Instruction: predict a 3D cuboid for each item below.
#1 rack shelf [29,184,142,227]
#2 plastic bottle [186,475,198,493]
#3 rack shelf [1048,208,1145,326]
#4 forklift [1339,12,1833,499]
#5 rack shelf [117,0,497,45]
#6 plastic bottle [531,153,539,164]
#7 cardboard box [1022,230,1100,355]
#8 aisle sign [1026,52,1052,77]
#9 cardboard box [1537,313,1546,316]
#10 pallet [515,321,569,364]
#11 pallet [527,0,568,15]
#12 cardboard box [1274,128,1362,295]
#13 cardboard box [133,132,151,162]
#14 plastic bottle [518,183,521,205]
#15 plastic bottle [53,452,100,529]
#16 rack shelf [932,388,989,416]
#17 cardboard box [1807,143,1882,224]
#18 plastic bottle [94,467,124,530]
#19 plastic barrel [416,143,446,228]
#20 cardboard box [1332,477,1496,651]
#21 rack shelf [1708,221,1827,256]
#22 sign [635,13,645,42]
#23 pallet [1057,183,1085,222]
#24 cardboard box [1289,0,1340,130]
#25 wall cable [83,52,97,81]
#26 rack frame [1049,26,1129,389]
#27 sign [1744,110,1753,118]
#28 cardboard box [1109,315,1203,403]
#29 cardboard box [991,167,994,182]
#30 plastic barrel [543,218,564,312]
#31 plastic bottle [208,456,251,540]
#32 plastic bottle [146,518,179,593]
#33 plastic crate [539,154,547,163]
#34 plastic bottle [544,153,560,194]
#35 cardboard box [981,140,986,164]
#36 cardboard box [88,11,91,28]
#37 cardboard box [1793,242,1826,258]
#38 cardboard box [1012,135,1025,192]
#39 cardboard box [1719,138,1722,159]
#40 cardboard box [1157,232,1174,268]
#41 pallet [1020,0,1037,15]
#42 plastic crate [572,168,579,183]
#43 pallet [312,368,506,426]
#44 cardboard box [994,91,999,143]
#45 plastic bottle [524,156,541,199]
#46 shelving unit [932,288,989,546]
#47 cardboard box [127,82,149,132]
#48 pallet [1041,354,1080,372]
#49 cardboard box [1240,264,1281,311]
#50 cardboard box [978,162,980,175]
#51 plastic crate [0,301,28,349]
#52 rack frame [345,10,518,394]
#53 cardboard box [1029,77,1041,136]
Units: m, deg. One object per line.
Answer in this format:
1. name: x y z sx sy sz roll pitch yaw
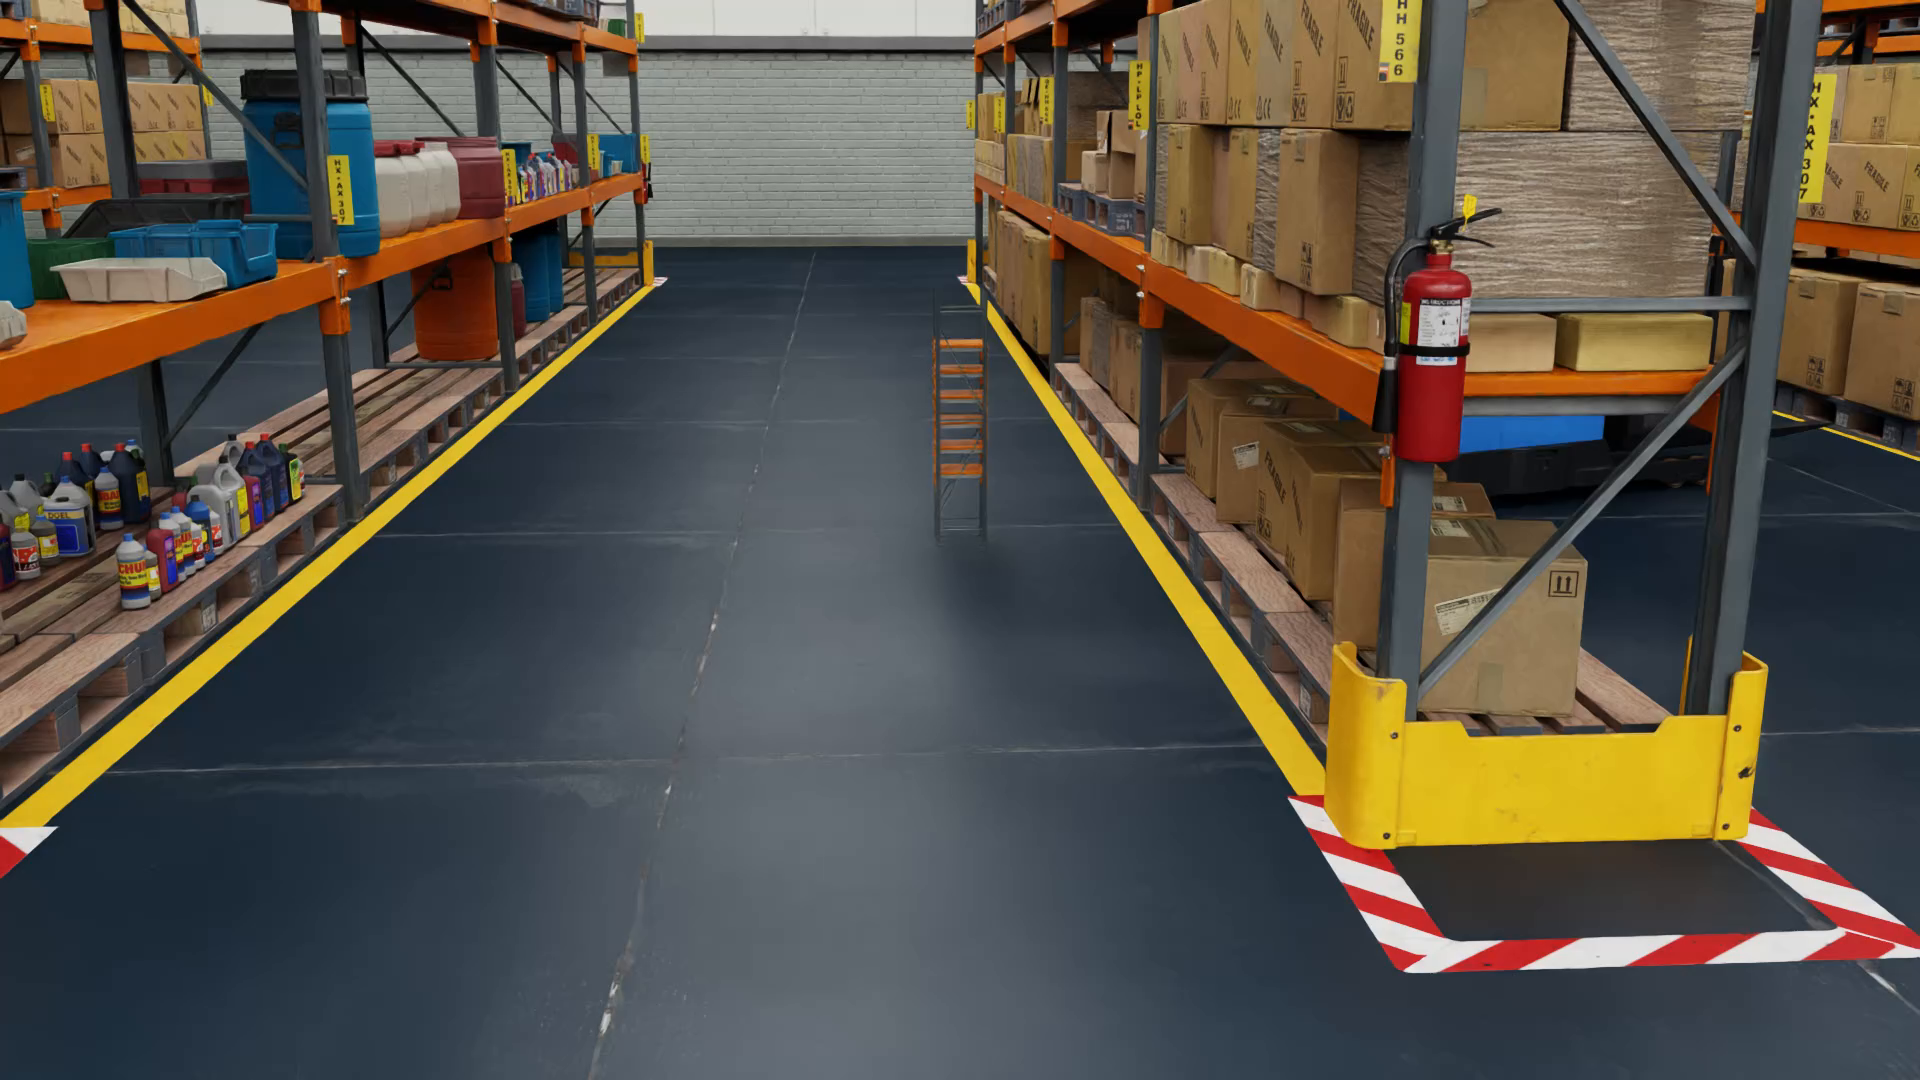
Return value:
1. rack shelf: -9.081 -3.600 17.440 1.077 0.370 4.000 -1 14 -3
2. plastic bottle: -3.259 -0.142 7.128 0.061 0.283 0.133 -1 14 -3
3. rack shelf: 1.302 -1.762 10.298 1.077 0.370 4.000 -1 14 -3
4. forklift: 3.636 -1.818 9.208 3.031 2.935 1.130 -6 16 -23
5. rack shelf: -3.641 -3.138 9.628 1.077 0.370 4.000 -1 14 -3
6. plastic bottle: -3.762 -3.231 14.661 0.144 0.351 0.185 -1 14 -3
7. cardboard box: 1.156 -1.954 13.023 1.225 0.875 0.875 -2 15 -6
8. aisle sign: 0.978 -5.879 19.638 0.394 0.787 0.004 -1 14 -3
9. cardboard box: 1.898 -0.634 4.973 0.380 0.149 0.250 -1 14 -3
10. pallet: -3.928 -1.679 14.128 1.003 0.211 1.213 -1 14 -3
11. pallet: -3.794 -4.412 13.513 1.003 0.211 1.213 -1 14 -3
12. cardboard box: 1.517 -1.070 5.369 0.875 0.500 0.500 -1 14 -3
13. cardboard box: -8.813 -4.008 17.384 0.500 0.500 0.500 -1 14 -4
14. plastic bottle: -3.486 -2.725 12.997 0.097 0.201 0.097 0 14 0
15. plastic bottle: -3.870 -0.213 7.266 0.144 0.351 0.185 -1 15 -6
16. rack shelf: 0.001 -0.651 7.844 0.258 0.103 0.180 -1 14 -3
17. cardboard box: 5.958 -2.340 10.901 0.500 0.500 0.500 -1 14 -3
18. plastic bottle: -3.752 -0.187 7.326 0.097 0.271 0.097 0 14 0
19. plastic barrel: -3.462 -2.228 10.442 0.421 0.512 0.421 0 14 0
20. cardboard box: 1.581 0.085 5.849 0.500 0.500 0.500 3 15 11
21. rack shelf: 6.011 -2.808 14.365 1.077 0.370 4.000 -1 14 -3
22. sign: -3.713 -5.935 19.266 0.100 0.325 0.005 -1 14 -3
23. pallet: 1.329 -2.339 11.483 1.213 0.211 1.003 -1 14 -3
24. cardboard box: 1.356 -1.552 5.235 0.500 0.500 0.500 -1 14 -3
25. wall cable: -14.143 -7.182 24.111 3.097 2.526 0.112 -1 14 -3
26. rack frame: 1.178 -2.608 12.142 1.000 3.000 0.127 -1 14 -3
27. sign: 12.239 -6.599 25.997 0.339 0.242 0.001 -1 14 -3
28. cardboard box: 1.329 -1.165 10.669 0.700 0.500 0.500 0 14 1
29. cardboard box: 0.520 -3.808 17.310 0.380 0.149 0.250 -1 14 -2
30. plastic barrel: -3.996 -2.578 15.393 0.600 0.901 0.708 -1 14 -3
31. plastic bottle: -3.158 -0.183 7.151 0.144 0.351 0.185 -1 14 -4
32. plastic bottle: -3.067 0.048 6.387 0.061 0.283 0.133 -1 14 -3
33. plastic crate: -4.474 -4.000 17.770 0.416 0.233 0.300 -1 14 -3
34. plastic bottle: -3.618 -3.233 14.670 0.144 0.351 0.185 -1 14 -3
35. cardboard box: 0.509 -4.291 18.388 0.500 0.250 0.500 -1 14 -5
36. cardboard box: -8.797 -5.204 16.514 0.500 0.250 0.500 -1 14 -3
37. cardboard box: 10.714 -3.550 20.104 0.875 0.438 0.875 -1 14 -5
38. cardboard box: 0.741 -3.408 15.050 0.500 0.500 0.500 -1 14 -3
39. cardboard box: 5.650 -3.001 12.734 0.380 0.149 0.250 -1 14 -2
40. cardboard box: 1.142 -1.371 7.839 0.380 0.149 0.250 -1 14 -3
41. pallet: 1.013 -4.406 13.492 1.003 0.211 1.213 0 14 -1
42. plastic crate: -3.899 -3.545 16.195 0.396 0.136 0.243 -1 14 -3
43. pallet: -3.756 -0.988 11.441 1.003 0.211 1.213 -1 14 -3
44. cardboard box: 0.608 -4.272 16.809 0.500 0.500 0.500 -1 14 -3
45. plastic bottle: -3.561 -3.005 13.784 0.144 0.351 0.185 -1 14 -3
46. shelving unit: 0.001 -0.577 7.863 0.258 1.200 0.189 -1 14 -3
47. cardboard box: -8.802 -4.489 17.248 0.500 0.500 0.500 0 14 -2
48. pallet: 1.205 -1.455 13.256 1.003 0.211 1.213 -1 14 -3
49. cardboard box: 1.252 -0.936 6.147 0.380 0.149 0.250 -1 14 -3
50. cardboard box: 0.409 -4.255 19.048 0.380 0.149 0.250 -1 14 -5
51. plastic crate: -3.004 -0.642 5.029 0.298 0.136 0.250 -1 14 -3
52. rack frame: -3.765 -2.531 11.845 1.000 3.000 0.127 -1 14 -3
53. cardboard box: 1.009 -3.807 14.590 0.797 0.503 0.637 -1 14 -3
